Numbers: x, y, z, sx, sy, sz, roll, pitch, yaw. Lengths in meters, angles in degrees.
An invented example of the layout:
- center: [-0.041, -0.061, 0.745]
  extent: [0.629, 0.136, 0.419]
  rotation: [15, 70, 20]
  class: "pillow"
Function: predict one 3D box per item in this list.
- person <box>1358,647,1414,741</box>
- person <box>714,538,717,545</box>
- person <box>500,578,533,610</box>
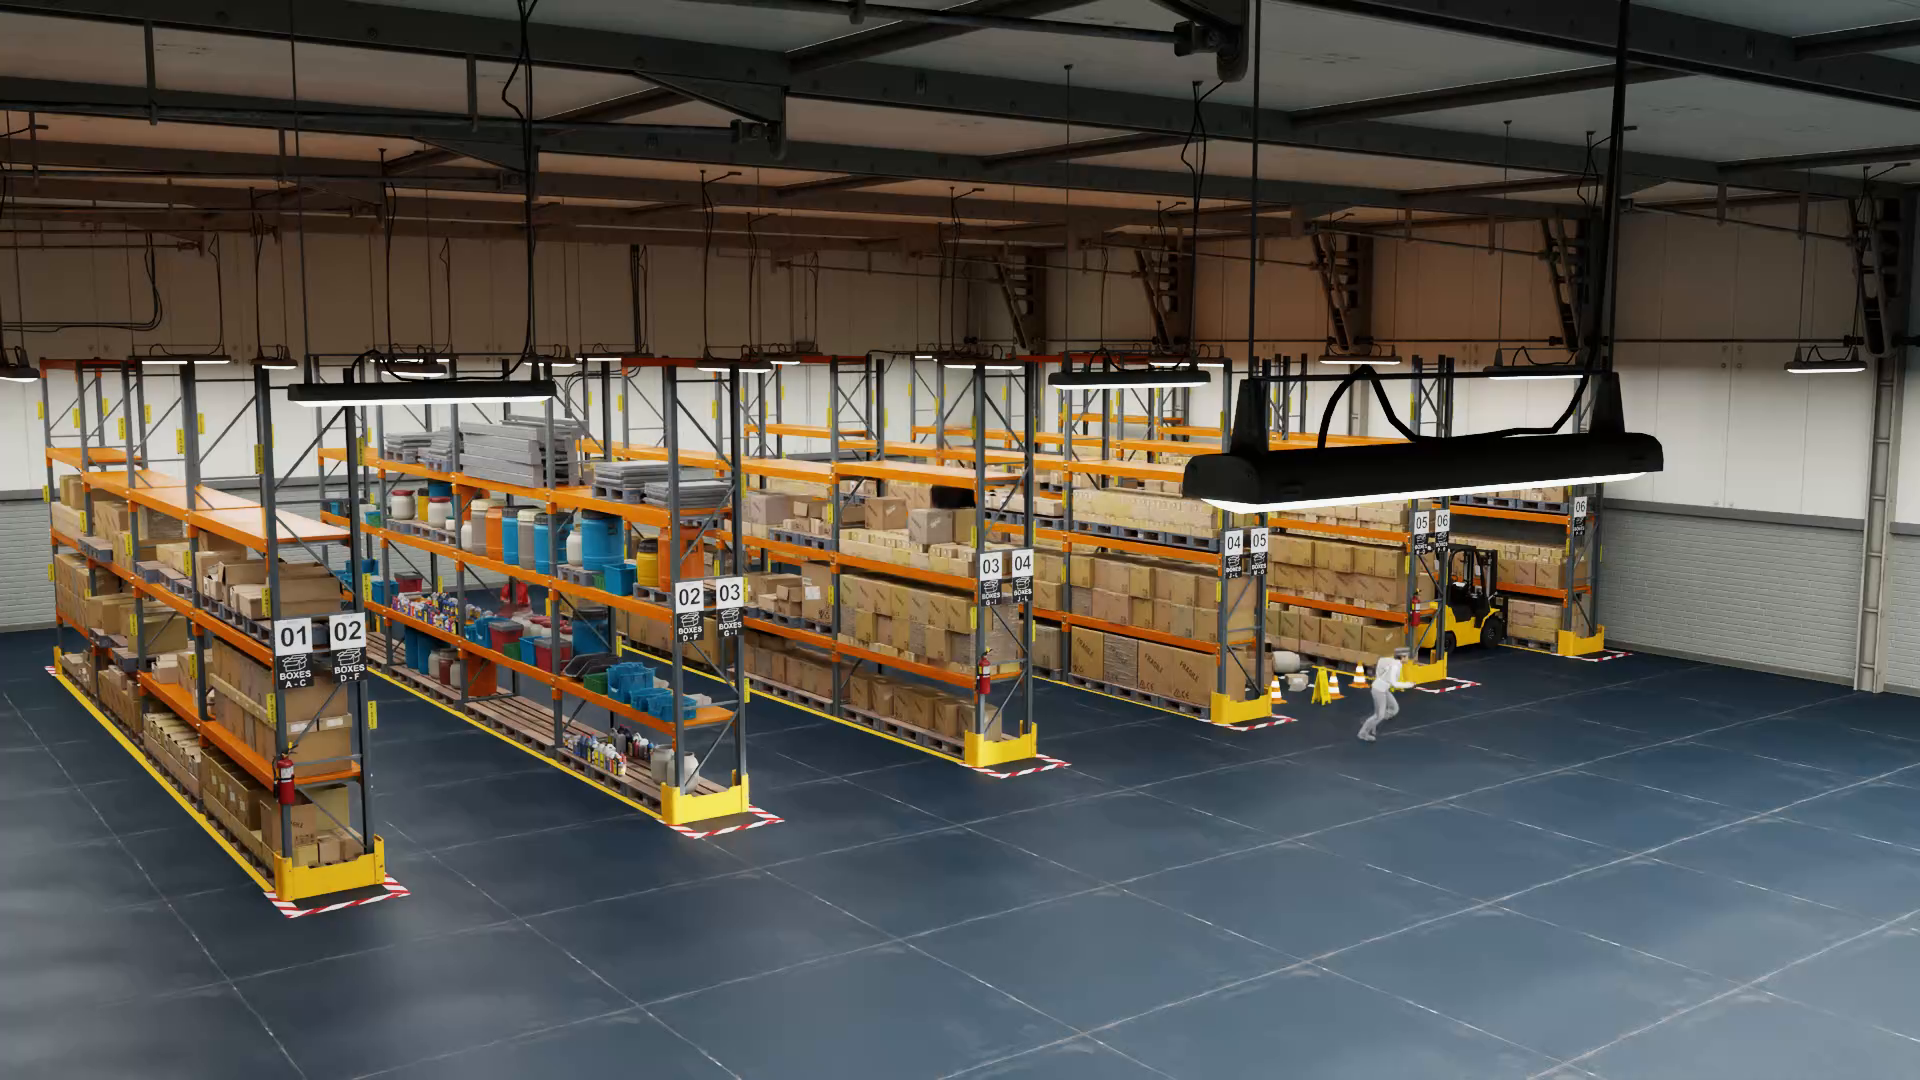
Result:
- center: [6.760, 2.425, 26.368]
  extent: [0.841, 1.503, 0.644]
  rotation: [1, 7, 12]
  class: "person"
- center: [-5.761, 0.770, 39.430]
  extent: [0.681, 1.759, 0.783]
  rotation: [-3, 7, -24]
  class: "person"
- center: [-8.971, 1.457, 33.681]
  extent: [0.674, 1.673, 0.782]
  rotation: [-7, 9, -43]
  class: "person"
